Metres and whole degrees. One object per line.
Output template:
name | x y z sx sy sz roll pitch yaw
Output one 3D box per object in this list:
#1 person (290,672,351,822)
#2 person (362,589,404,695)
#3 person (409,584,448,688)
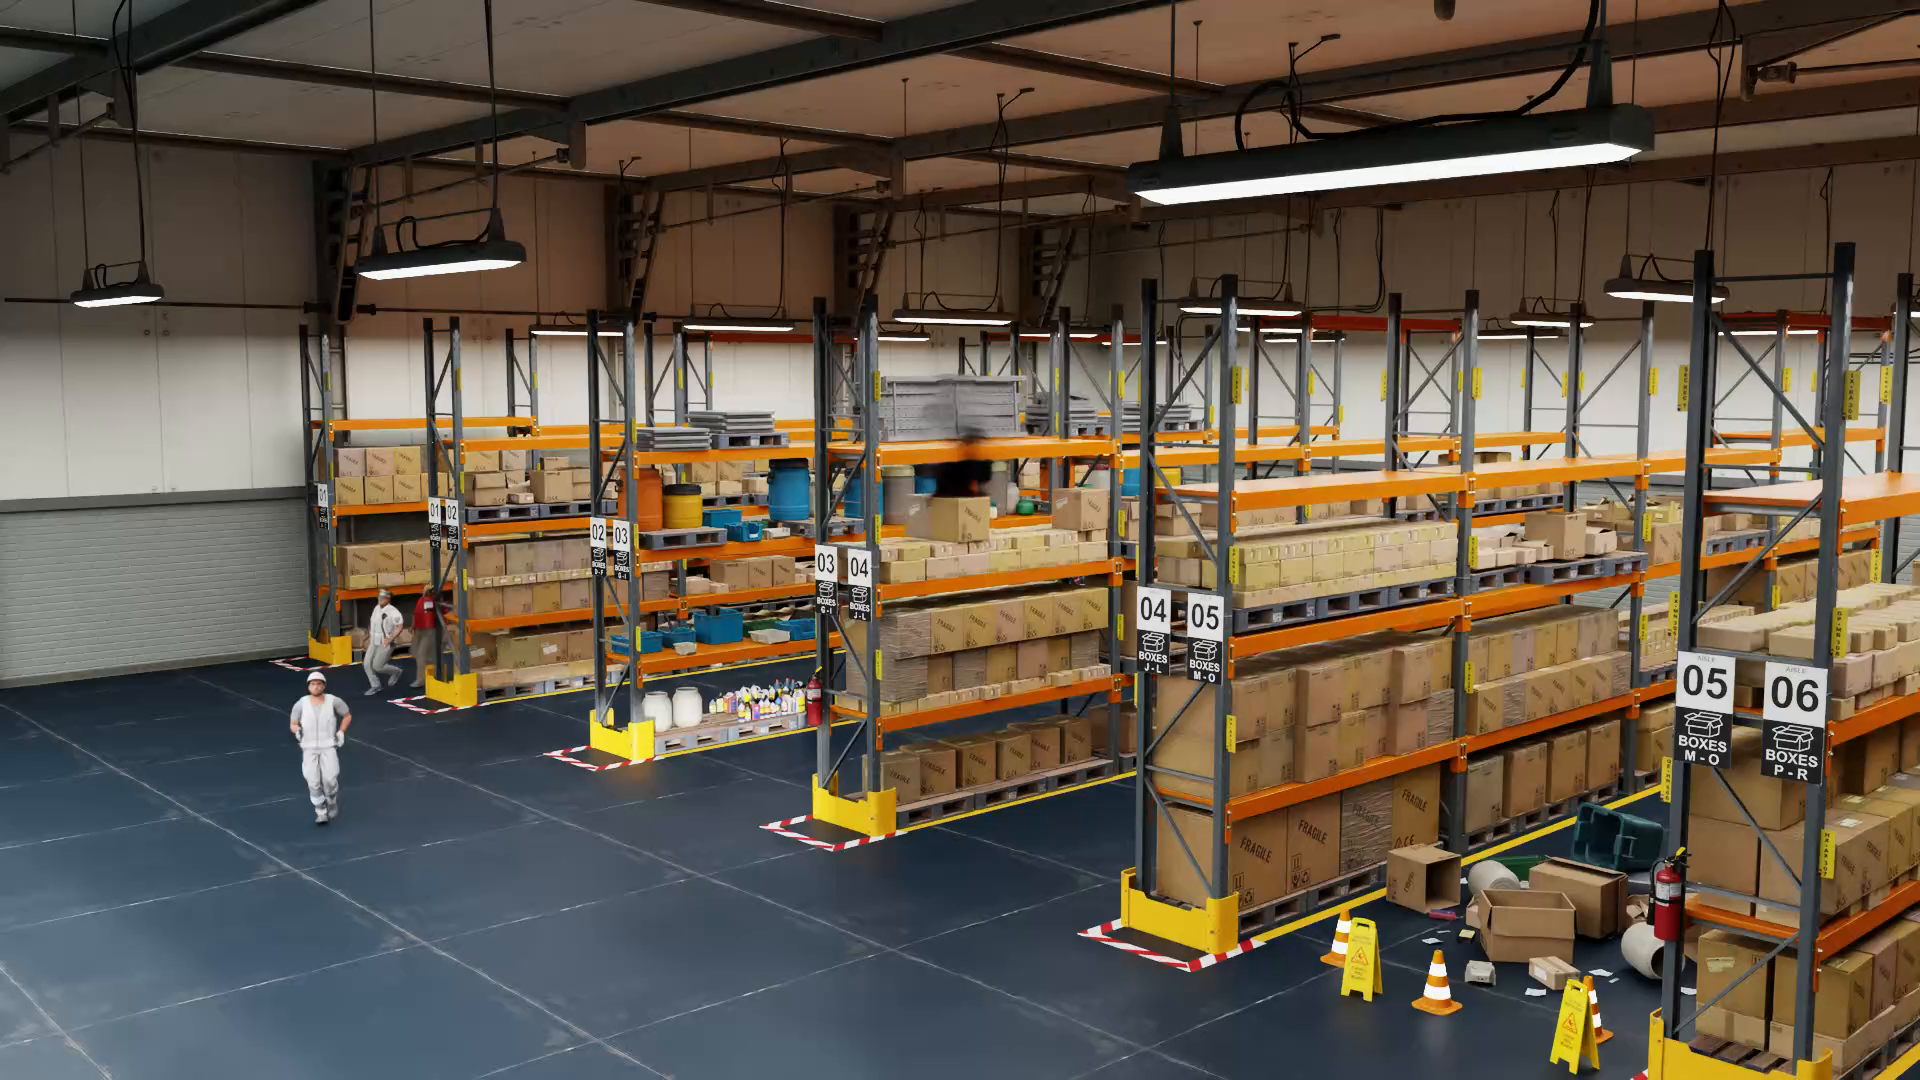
person | -7.284 2.376 18.924 0.644 1.741 0.578 -2 6 -15
person | -9.231 1.632 26.742 0.705 1.738 0.585 4 7 32
person | -8.753 1.562 27.483 0.693 1.696 0.693 3 6 25
